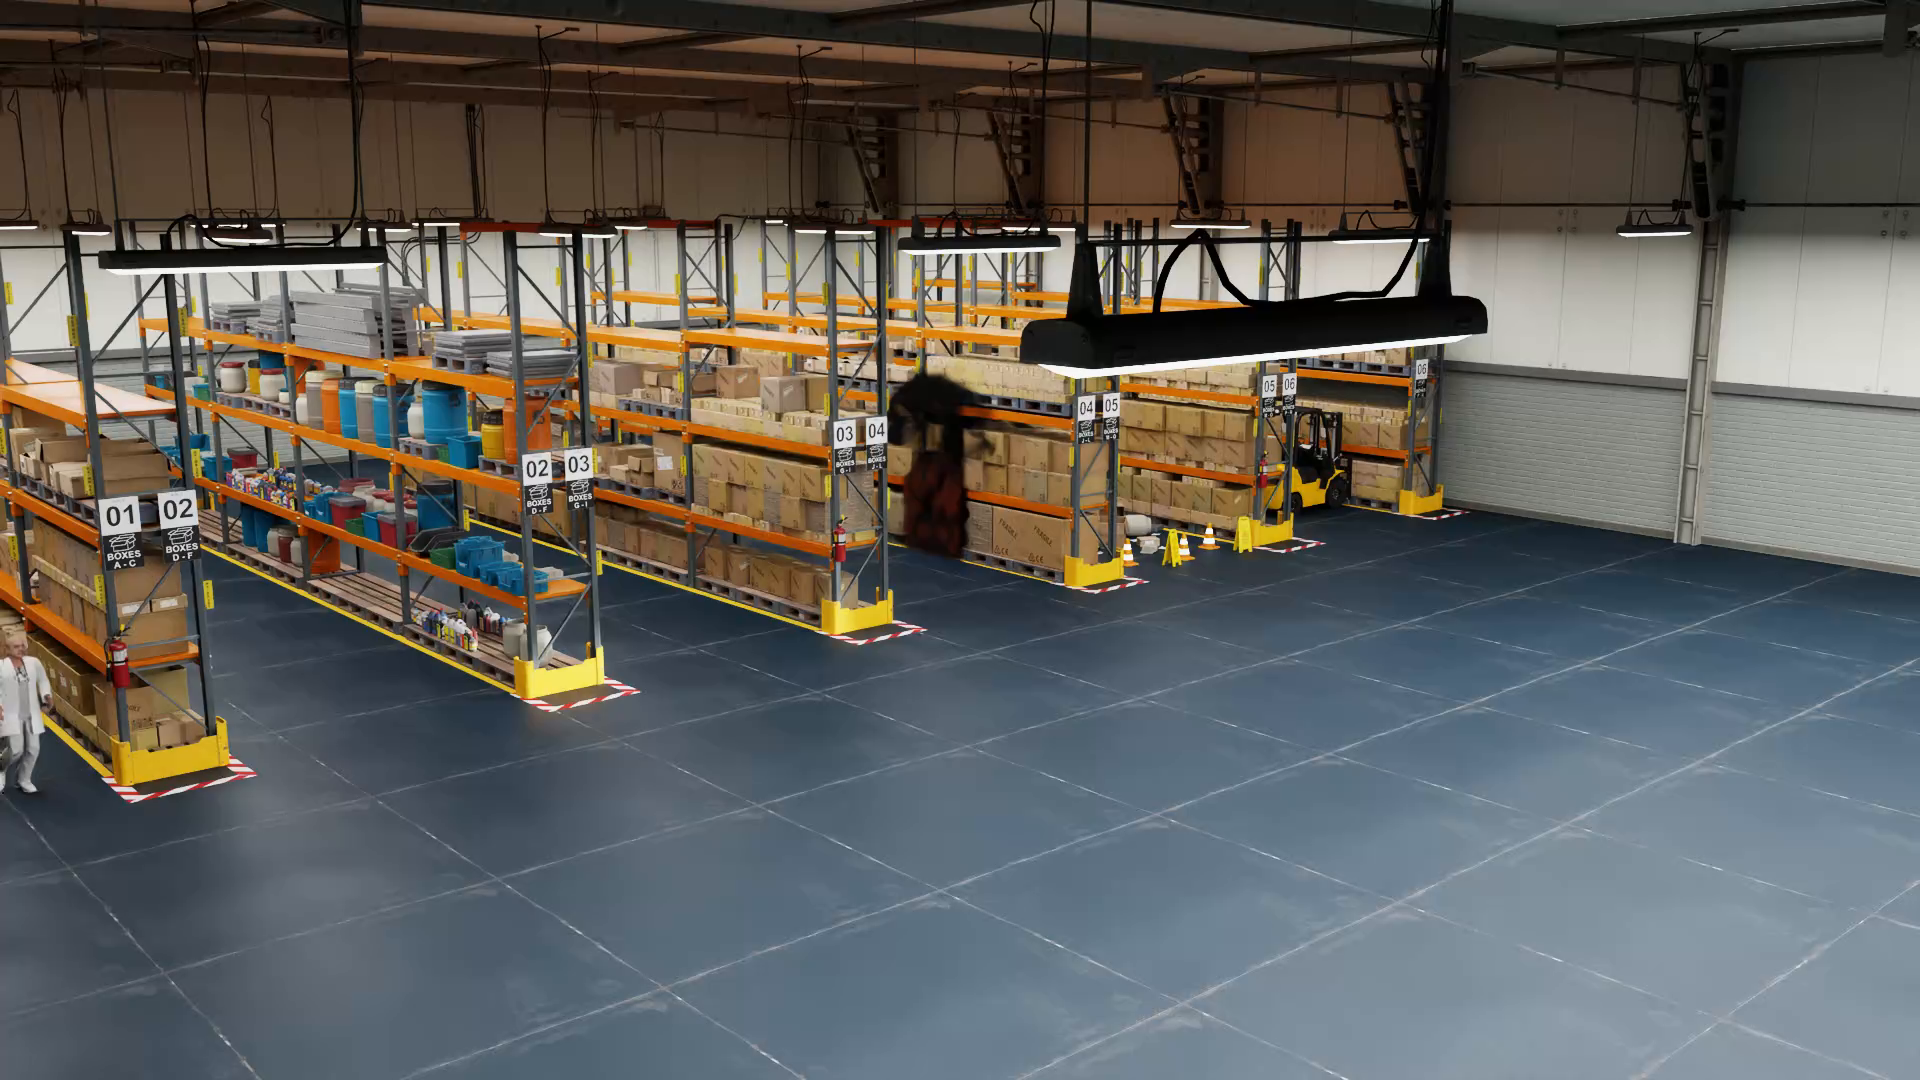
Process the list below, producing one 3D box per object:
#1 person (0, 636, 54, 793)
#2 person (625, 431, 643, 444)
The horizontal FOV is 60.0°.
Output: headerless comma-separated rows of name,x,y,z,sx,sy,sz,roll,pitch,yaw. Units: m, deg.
person,-10.216,1.904,18.086,0.677,1.744,0.734,8,14,33
person,-8.249,-2.962,42.289,0.658,1.676,0.680,6,13,27
